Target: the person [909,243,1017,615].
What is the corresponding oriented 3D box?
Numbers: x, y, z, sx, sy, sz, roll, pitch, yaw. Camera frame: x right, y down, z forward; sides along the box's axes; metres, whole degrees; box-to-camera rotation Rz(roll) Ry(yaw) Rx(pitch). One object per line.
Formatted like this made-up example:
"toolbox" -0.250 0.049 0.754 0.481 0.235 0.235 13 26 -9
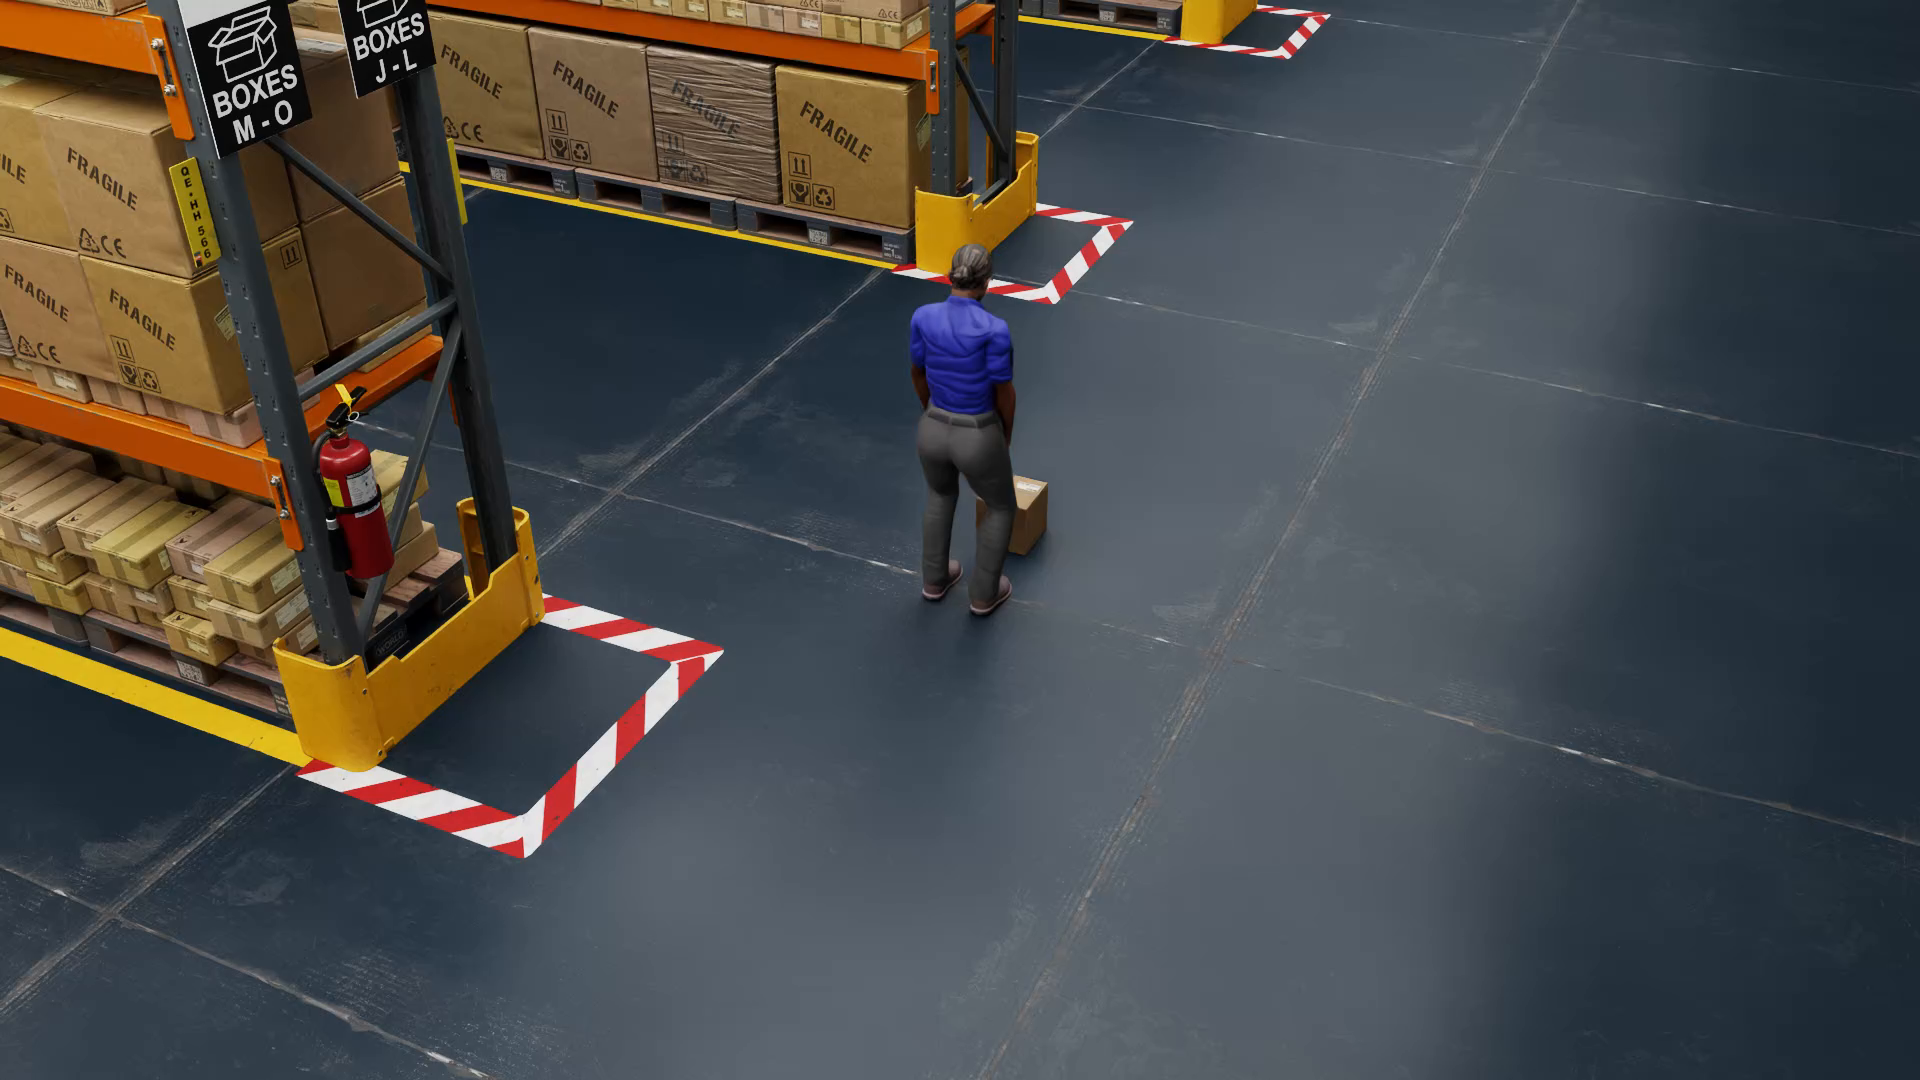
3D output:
"person" 0.002 -0.435 6.869 0.465 1.588 0.411 15 37 22
